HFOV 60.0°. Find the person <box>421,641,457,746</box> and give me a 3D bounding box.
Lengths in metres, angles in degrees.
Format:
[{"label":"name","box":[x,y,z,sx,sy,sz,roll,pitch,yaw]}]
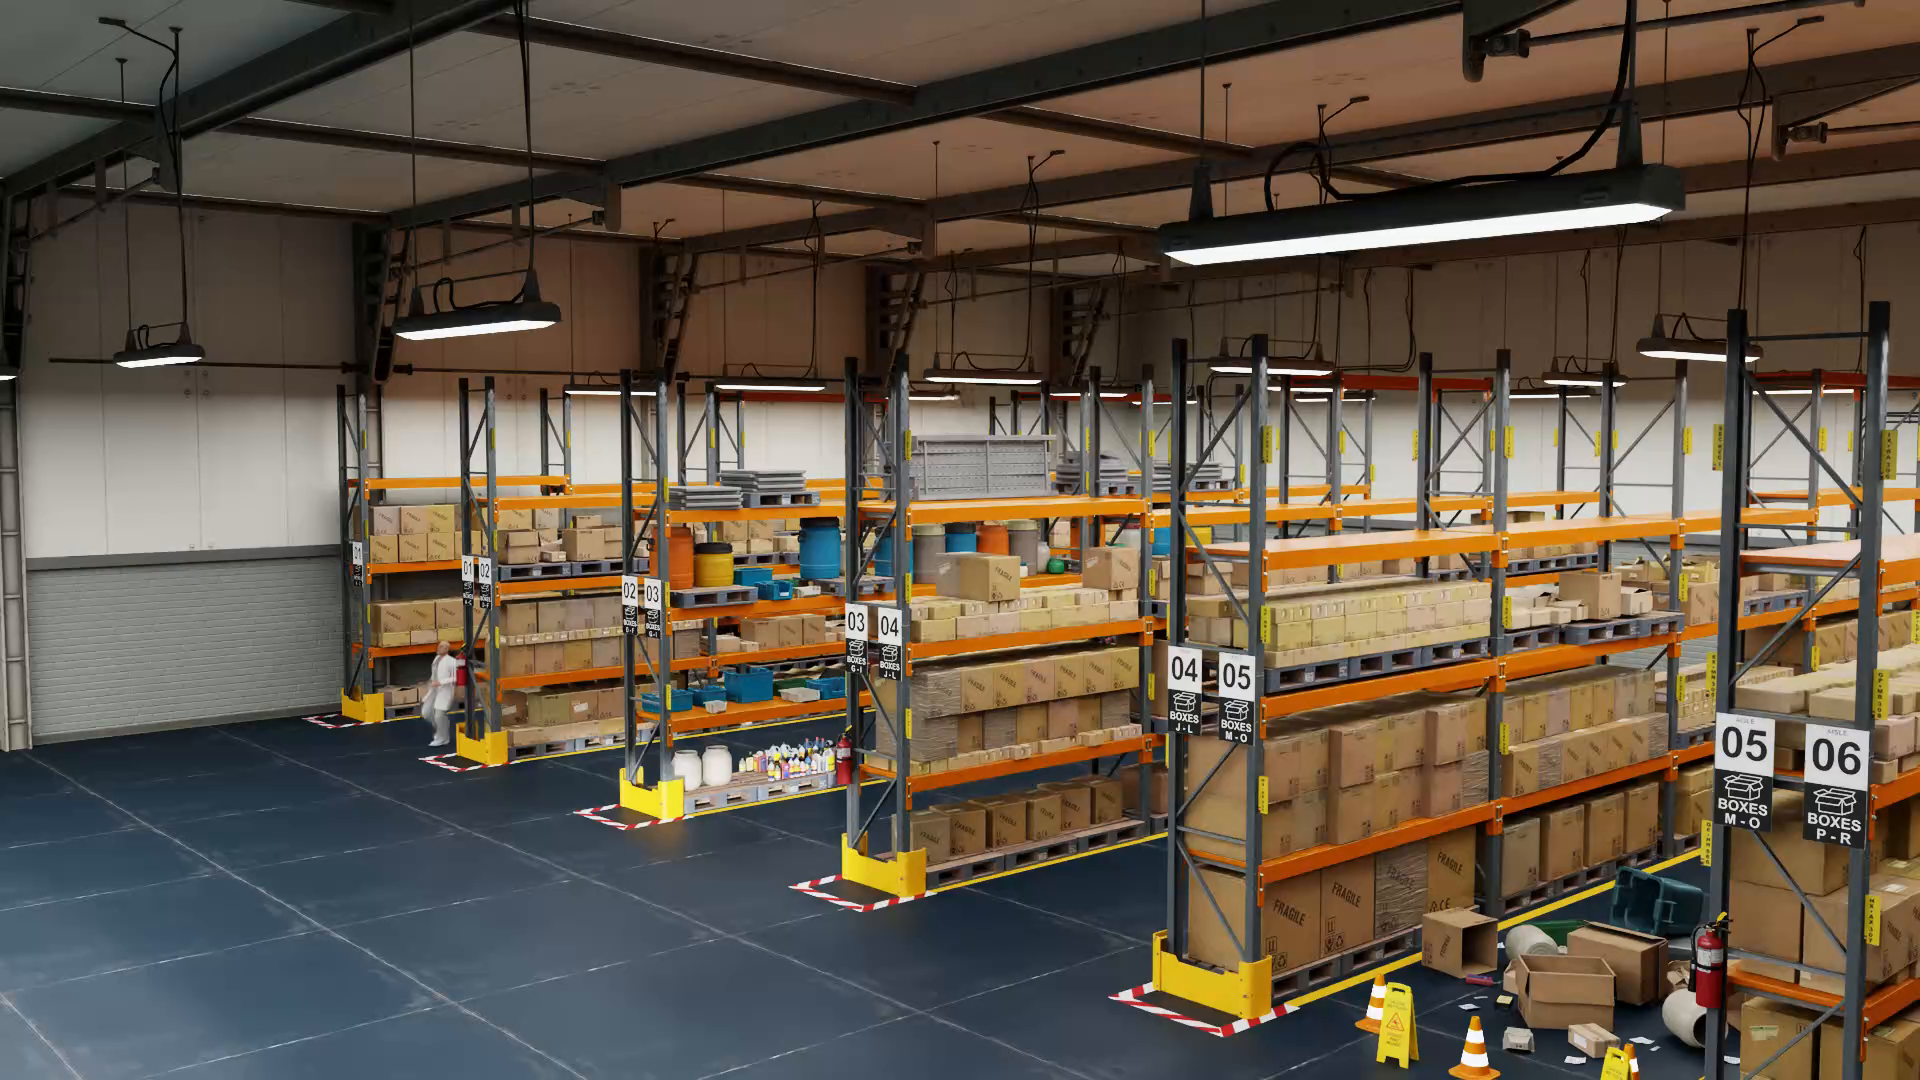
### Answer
[{"label":"person","box":[-8.502,2.523,27.290,0.731,1.742,0.548,2,4,33]}]
